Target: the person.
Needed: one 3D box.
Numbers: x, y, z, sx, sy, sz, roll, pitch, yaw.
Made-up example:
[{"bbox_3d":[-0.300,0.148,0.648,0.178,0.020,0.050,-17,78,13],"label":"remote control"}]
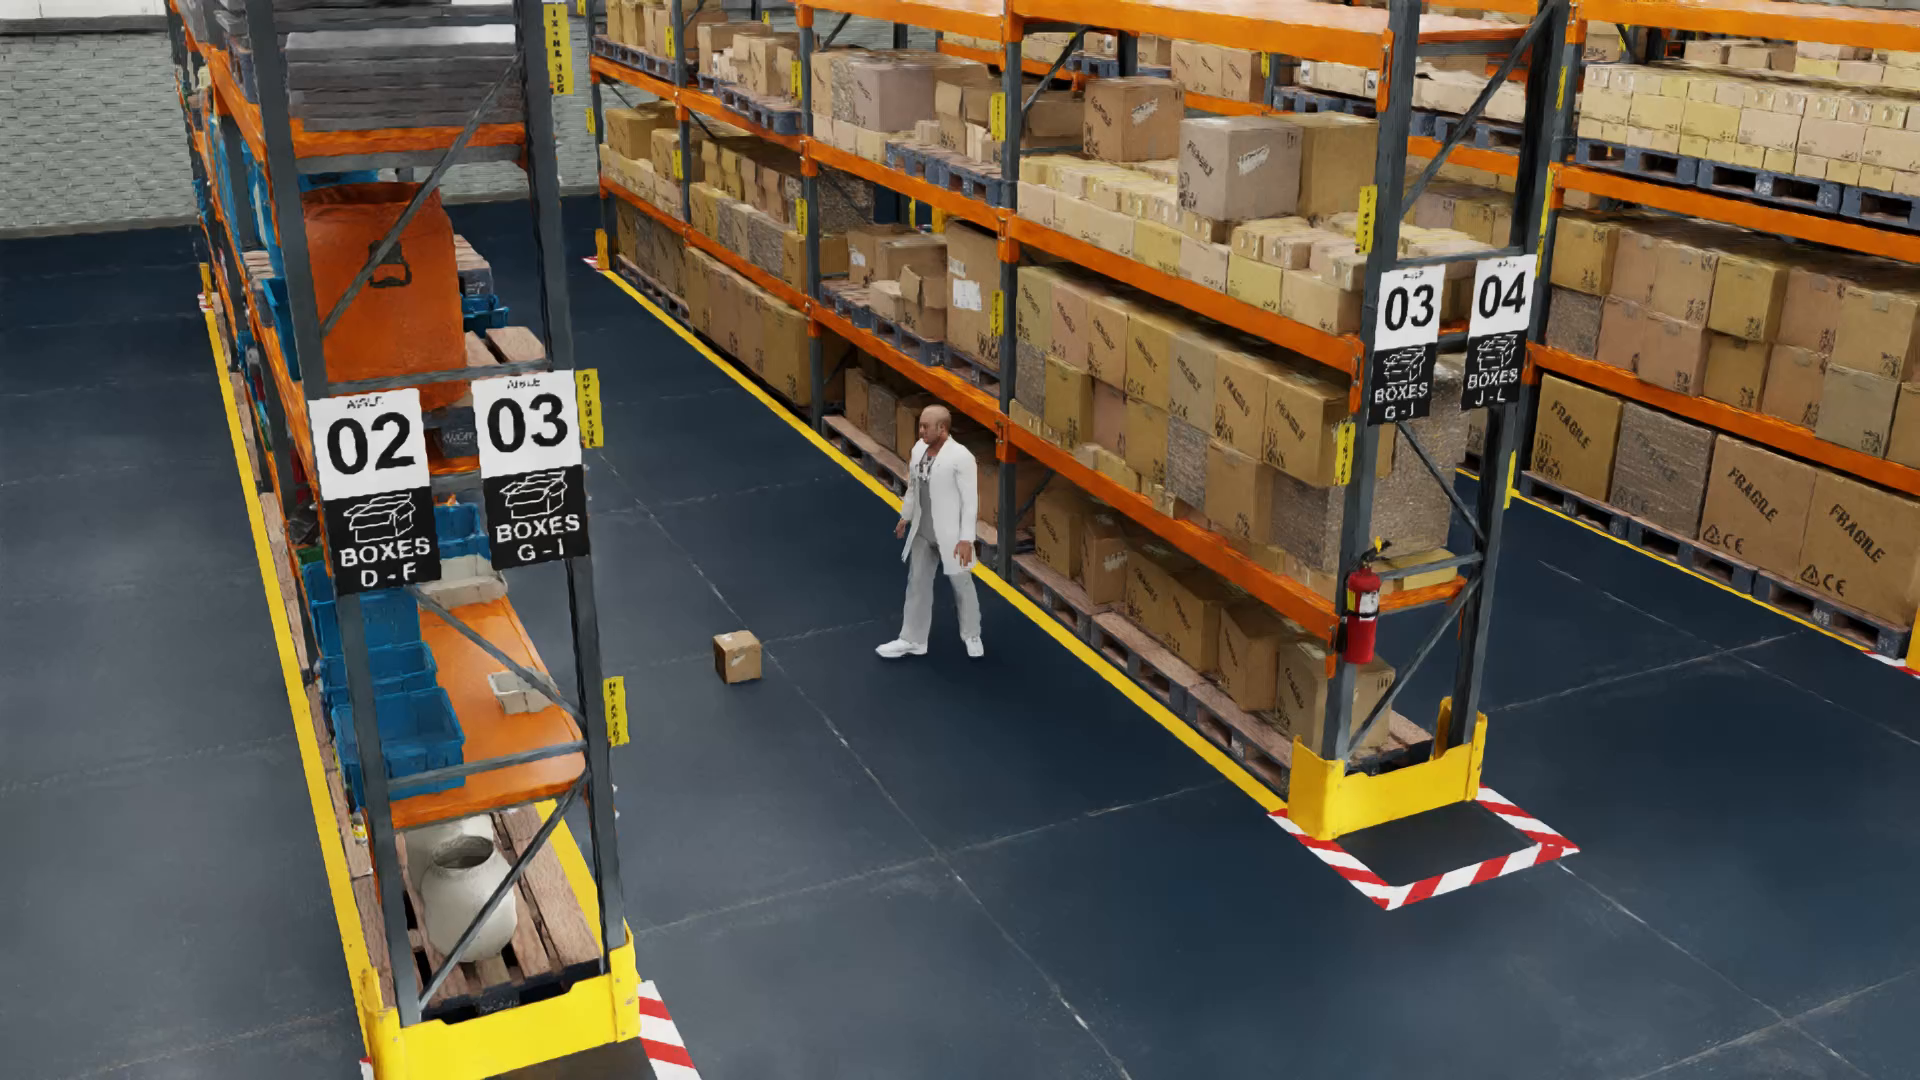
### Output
[{"bbox_3d":[-0.183,-0.053,11.160,0.716,1.773,0.688,17,28,37],"label":"person"}]
